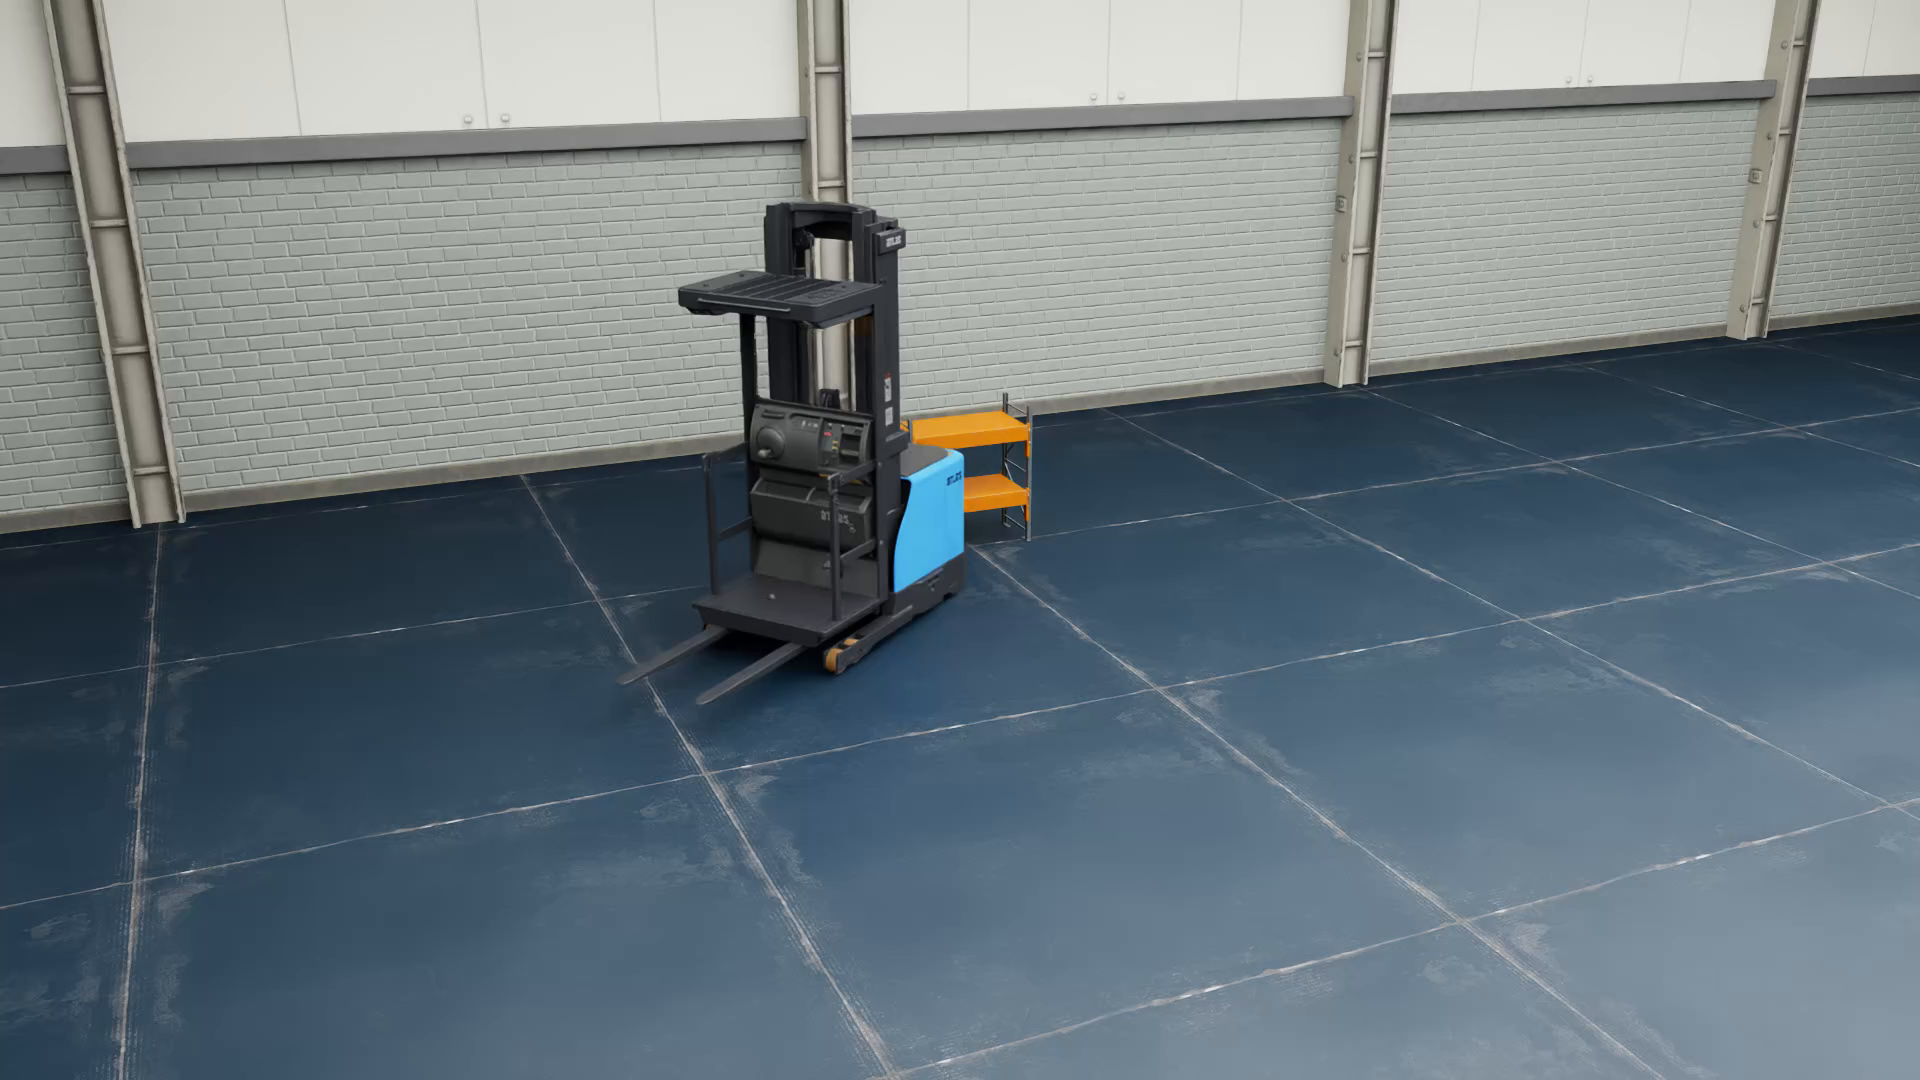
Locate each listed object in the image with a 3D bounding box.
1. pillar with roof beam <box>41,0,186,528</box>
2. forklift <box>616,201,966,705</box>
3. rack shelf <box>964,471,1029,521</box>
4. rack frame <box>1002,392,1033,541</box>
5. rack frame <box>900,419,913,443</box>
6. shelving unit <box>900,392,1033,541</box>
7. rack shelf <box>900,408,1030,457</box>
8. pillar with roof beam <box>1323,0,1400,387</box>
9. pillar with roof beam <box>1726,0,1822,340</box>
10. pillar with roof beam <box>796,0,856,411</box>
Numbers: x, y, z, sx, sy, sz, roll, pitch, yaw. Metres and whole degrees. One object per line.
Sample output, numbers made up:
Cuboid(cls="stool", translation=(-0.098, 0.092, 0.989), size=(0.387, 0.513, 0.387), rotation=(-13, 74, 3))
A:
Cuboid(cls="pillar with roof beam", translation=(-5.034, -3.102, 8.783), size=(0.400, 9.000, 9.100), rotation=(-8, 21, -22))
Cuboid(cls="forklift", translation=(-1.114, -0.671, 11.015), size=(1.130, 2.935, 3.031), rotation=(10, 22, 27))
Cuboid(cls="rack shelf", translation=(-0.006, -0.299, 13.414), size=(1.000, 0.278, 0.538), rotation=(-8, 21, -22))
Cuboid(cls="rack frame", translation=(0.461, -0.597, 13.523), size=(0.032, 1.125, 0.500), rotation=(-8, 21, -22))
Cuboid(cls="rack frame", translation=(-0.473, -0.463, 13.143), size=(0.032, 1.125, 0.500), rotation=(-8, 21, -22))
Cuboid(cls="shelving unit", translation=(-0.006, -0.530, 13.333), size=(1.048, 1.125, 0.538), rotation=(-8, 21, -22))
Cuboid(cls="rack shelf", translation=(-0.006, -0.806, 13.235), size=(1.000, 0.278, 0.538), rotation=(-8, 21, -22))
Cuboid(cls="pillar with roof beam", translation=(5.985, -4.681, 13.267), size=(0.400, 9.000, 9.100), rotation=(-8, 21, -22))
Cuboid(cls="pillar with roof beam", translation=(11.494, -5.470, 15.508), size=(0.400, 9.000, 9.100), rotation=(-8, 21, -22))
Cuboid(cls="pillar with roof beam", translation=(0.475, -3.892, 11.025), size=(0.400, 9.000, 9.100), rotation=(-8, 21, -22))
